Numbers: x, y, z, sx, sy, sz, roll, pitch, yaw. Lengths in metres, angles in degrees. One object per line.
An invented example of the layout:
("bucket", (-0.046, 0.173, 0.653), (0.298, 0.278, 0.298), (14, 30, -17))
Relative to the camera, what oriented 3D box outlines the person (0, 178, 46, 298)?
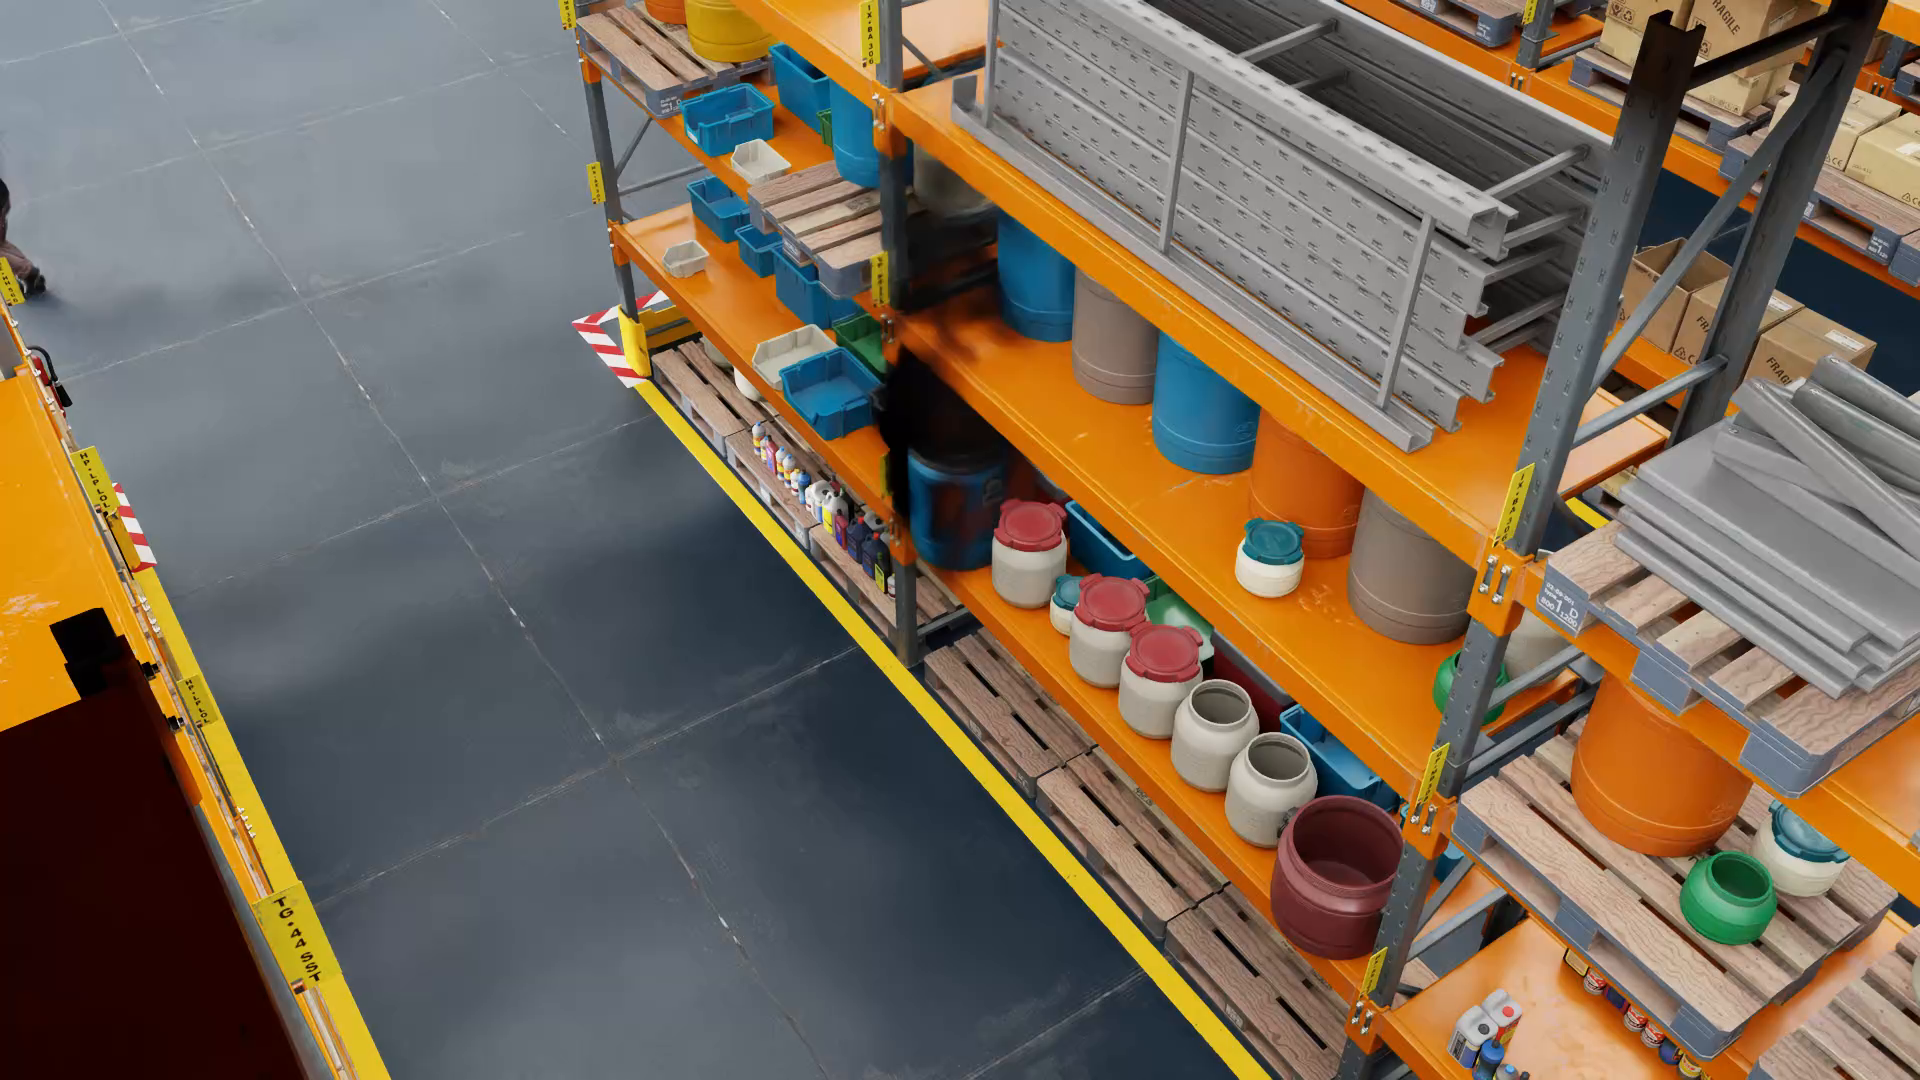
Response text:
("person", (-7.947, -2.694, 13.439), (0.565, 1.675, 0.651), (-5, 43, -6))
